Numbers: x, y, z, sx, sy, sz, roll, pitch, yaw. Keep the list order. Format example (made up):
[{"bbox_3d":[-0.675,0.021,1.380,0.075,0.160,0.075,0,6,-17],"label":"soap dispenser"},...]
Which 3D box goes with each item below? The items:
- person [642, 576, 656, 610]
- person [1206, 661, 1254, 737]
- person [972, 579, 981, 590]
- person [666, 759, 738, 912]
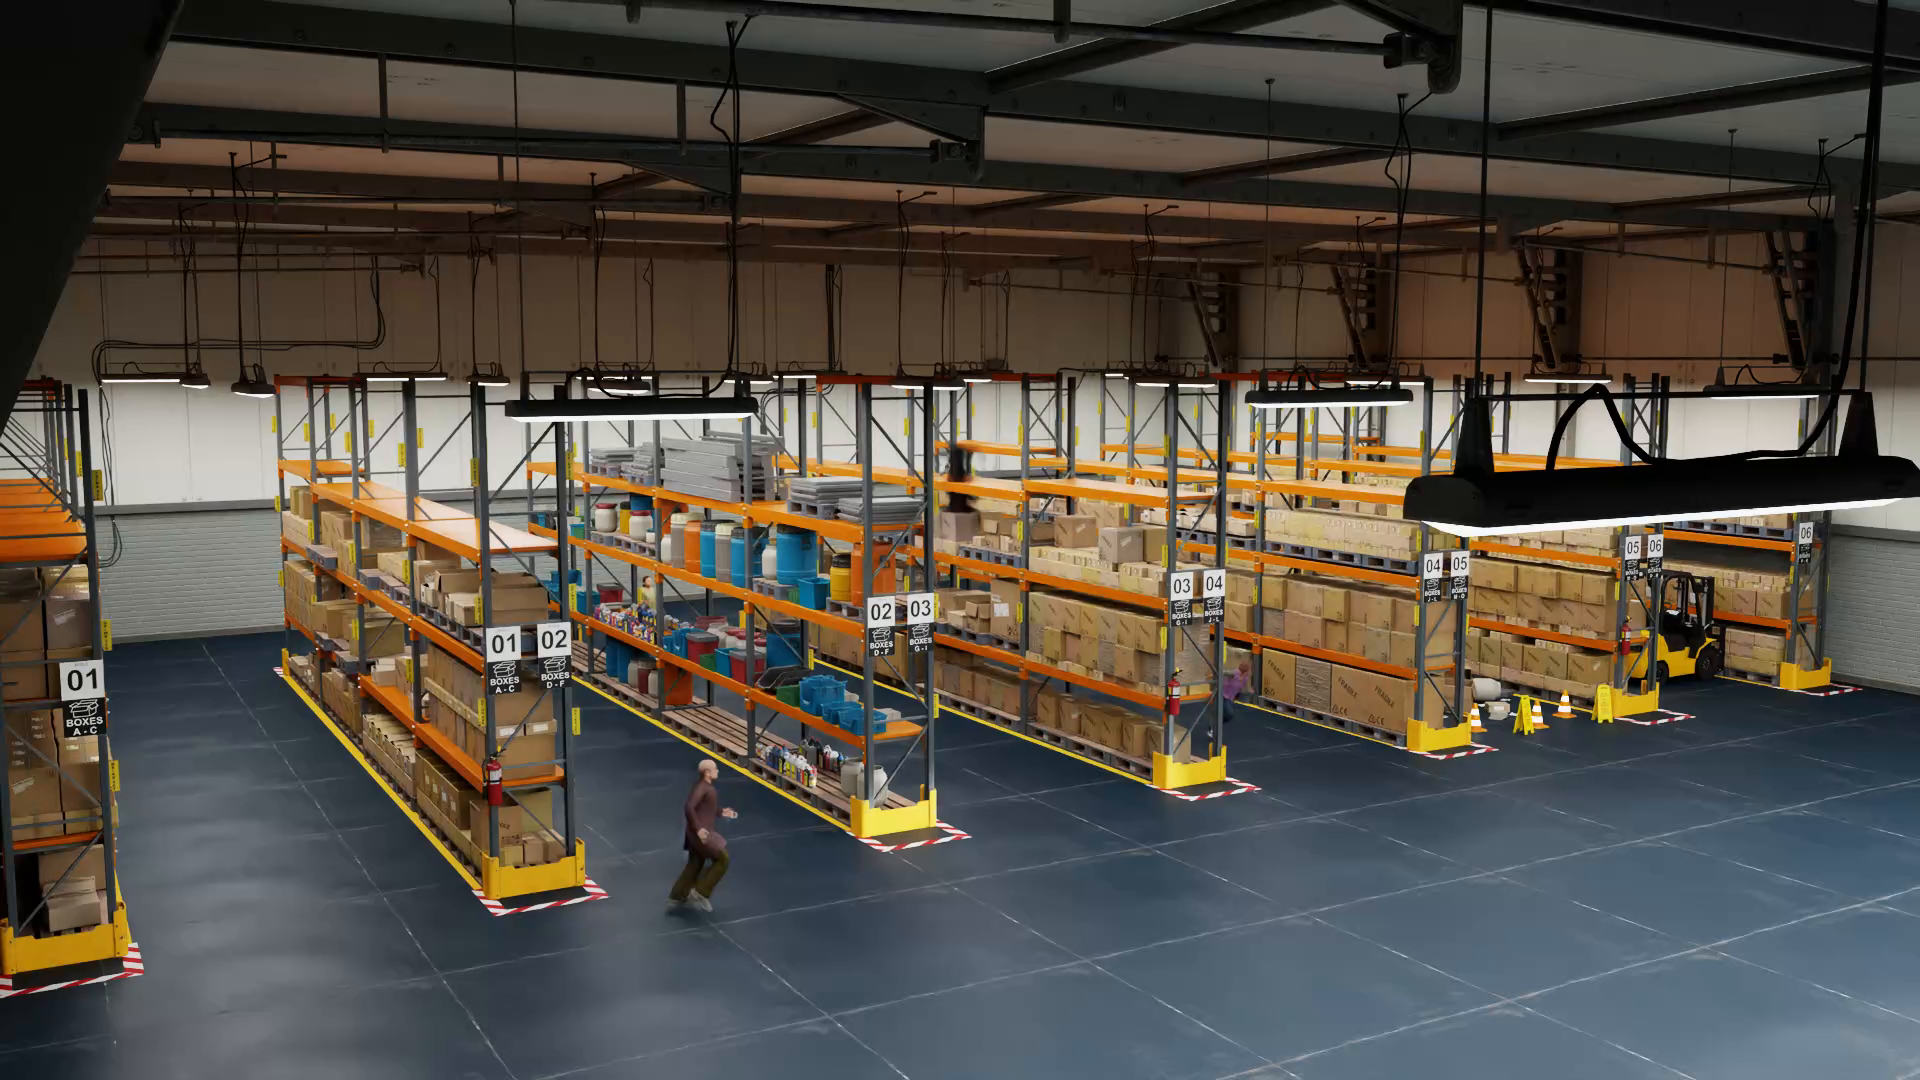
[{"bbox_3d":[-6.723,1.581,35.875,0.587,1.643,0.903,-6,8,-41],"label":"person"},{"bbox_3d":[4.482,2.641,27.485,0.552,1.359,0.919,-5,8,-36],"label":"person"},{"bbox_3d":[0.416,0.888,42.060,0.501,1.699,0.705,2,7,18],"label":"person"},{"bbox_3d":[-2.946,3.398,19.064,0.843,1.781,0.655,-2,6,-15],"label":"person"}]
